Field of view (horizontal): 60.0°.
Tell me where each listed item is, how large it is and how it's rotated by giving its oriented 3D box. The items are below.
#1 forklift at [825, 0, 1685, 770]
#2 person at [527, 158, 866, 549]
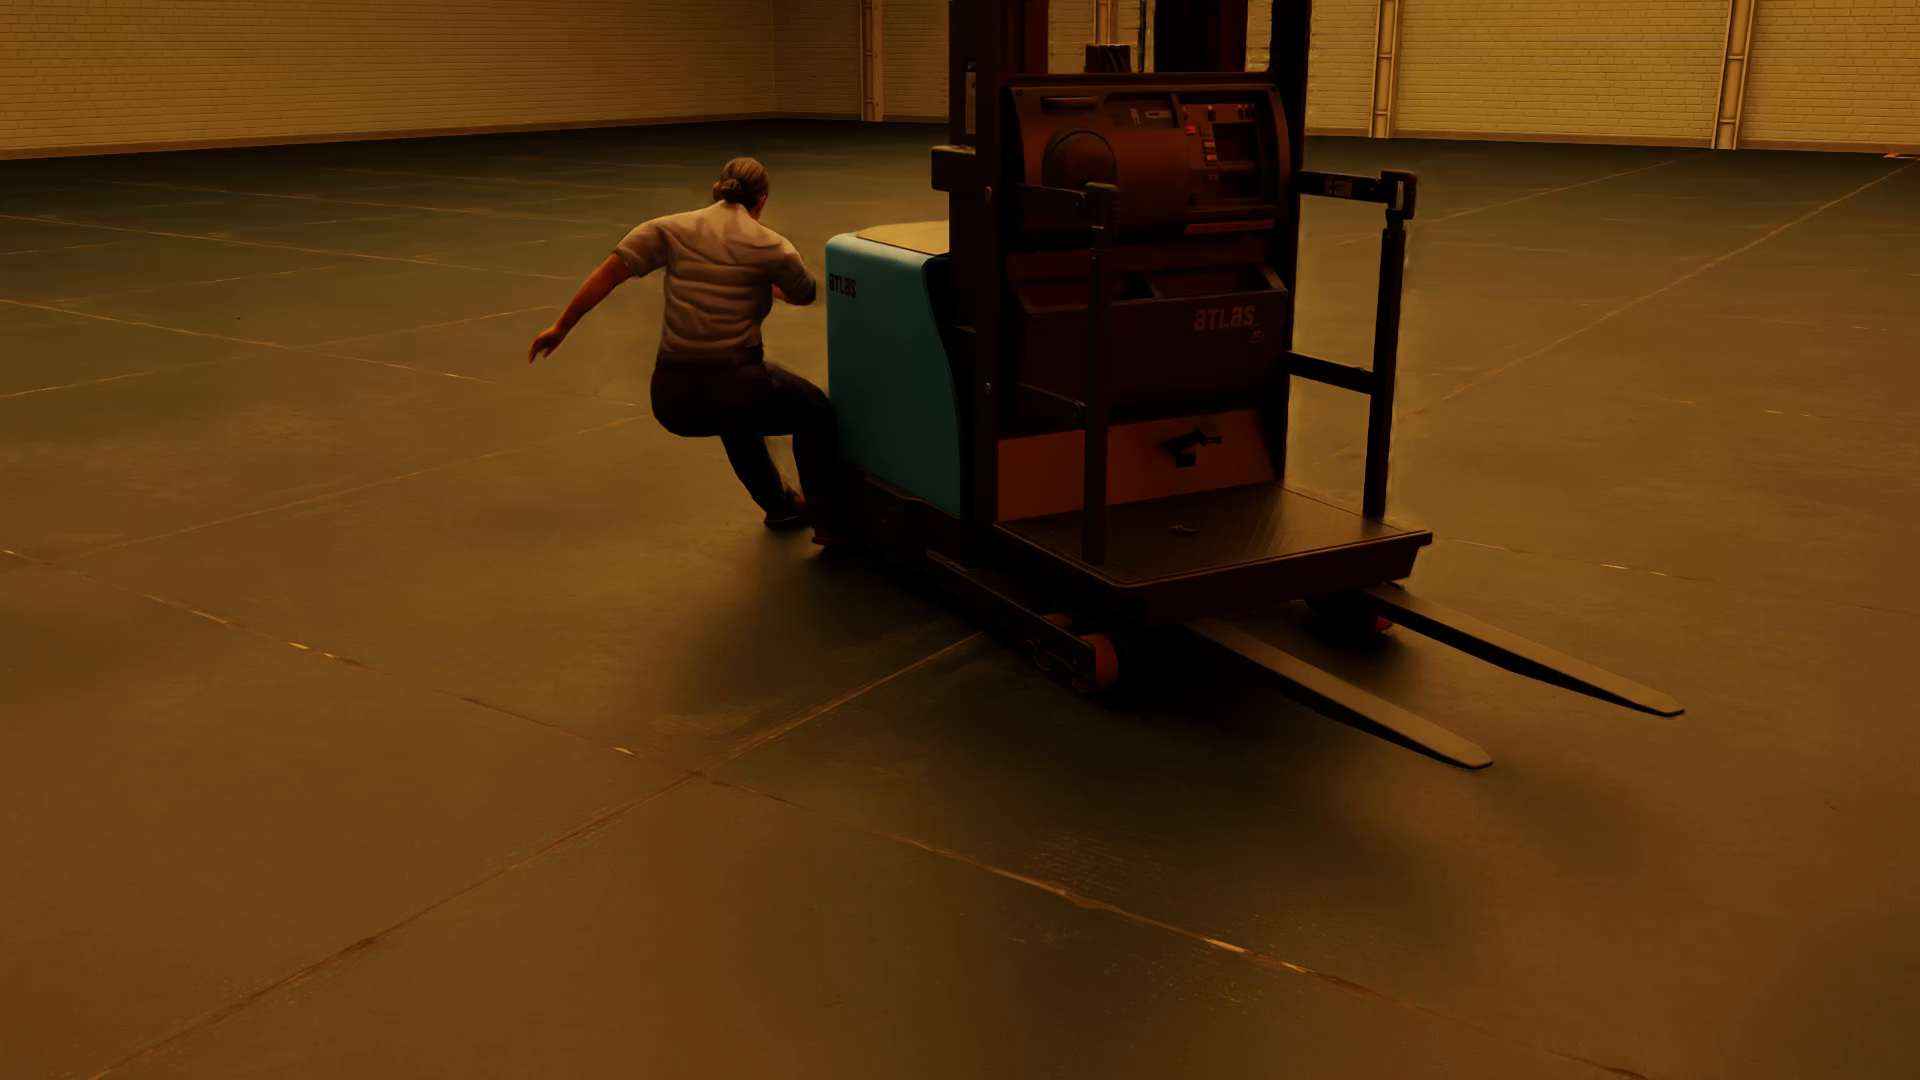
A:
[{"bbox_3d":[0.665,-1.131,4.616,1.130,2.935,3.031,-9,19,-27],"label":"forklift"},{"bbox_3d":[-0.829,-0.609,5.740,1.014,1.397,0.892,4,17,13],"label":"person"}]
